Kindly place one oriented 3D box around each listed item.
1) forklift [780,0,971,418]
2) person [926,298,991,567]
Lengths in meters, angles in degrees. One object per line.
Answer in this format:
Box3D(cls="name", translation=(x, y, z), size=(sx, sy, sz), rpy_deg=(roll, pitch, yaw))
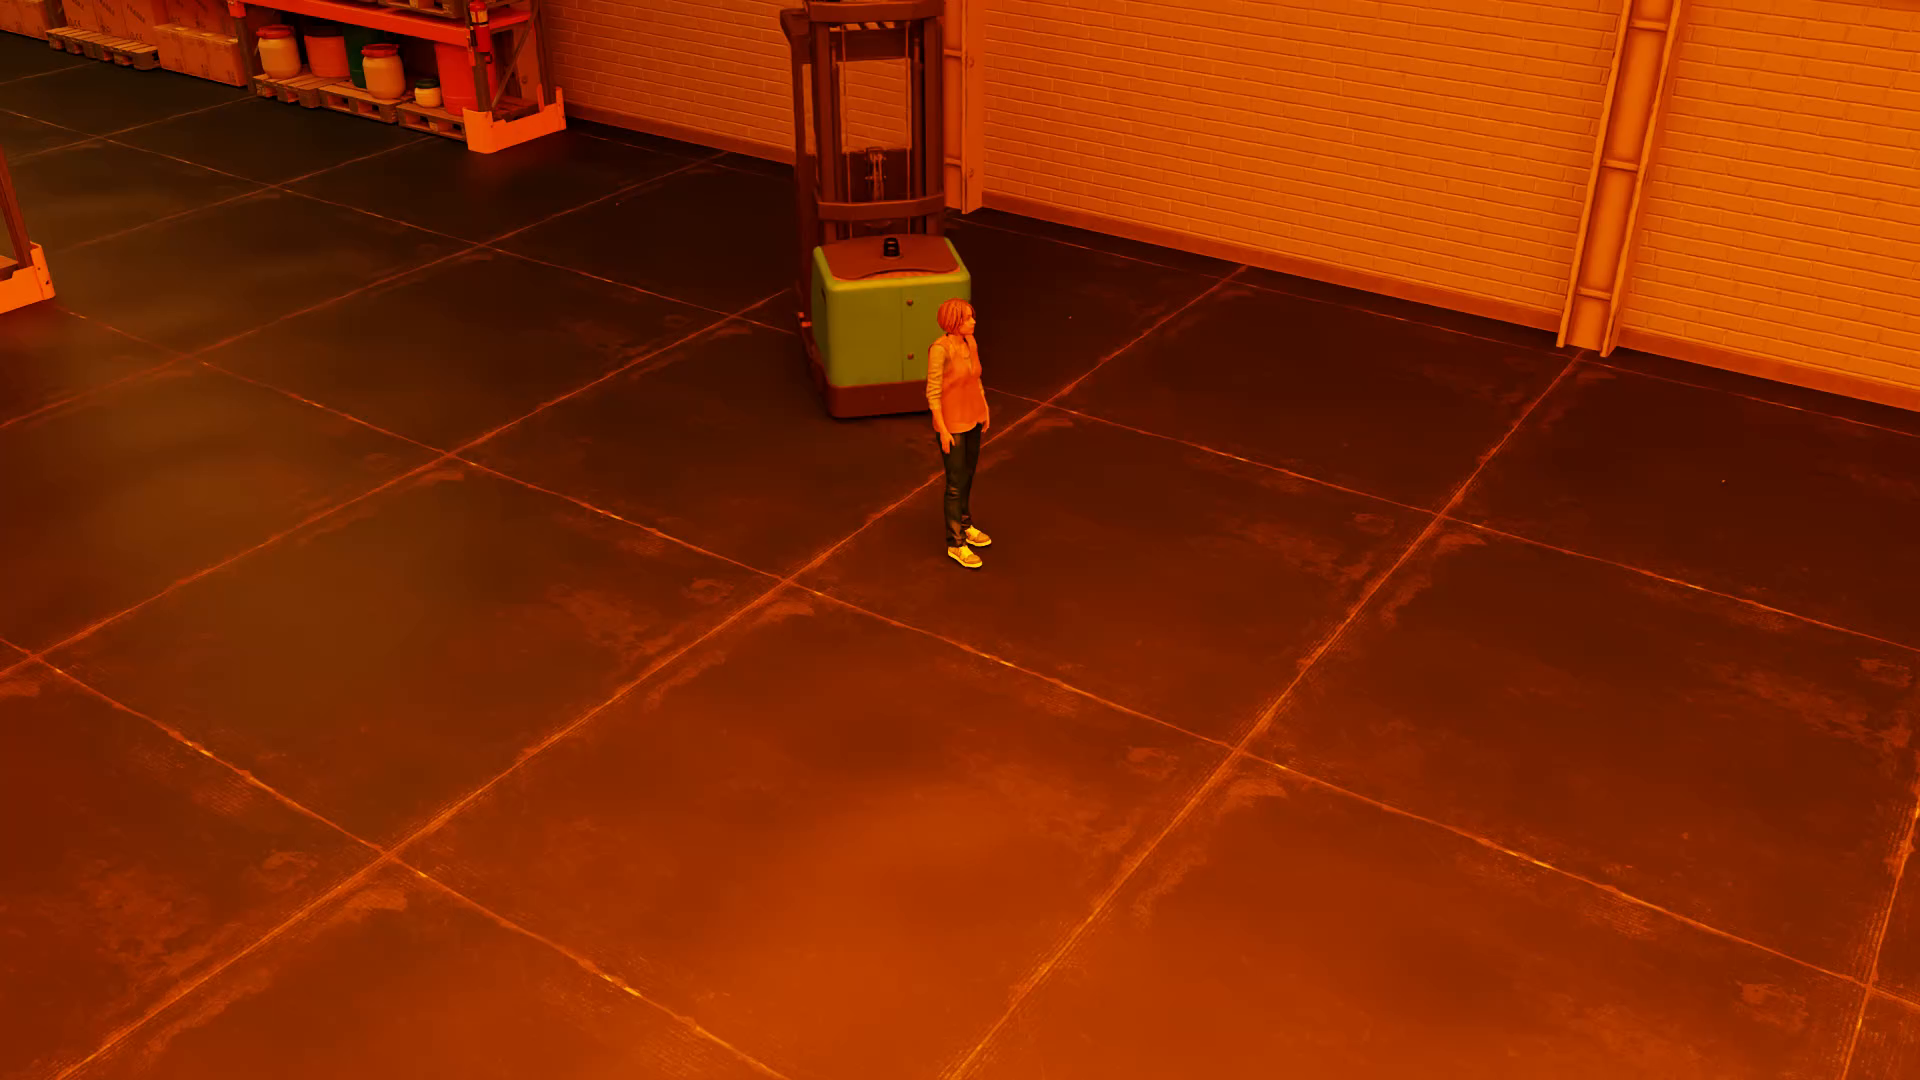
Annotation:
Box3D(cls="forklift", translation=(-0.712, -2.864, 12.513), size=(1.130, 2.935, 3.031), rpy_deg=(-6, 31, -10))
Box3D(cls="person", translation=(0.054, -0.670, 10.050), size=(0.473, 1.599, 0.521), rpy_deg=(19, 35, 29))
